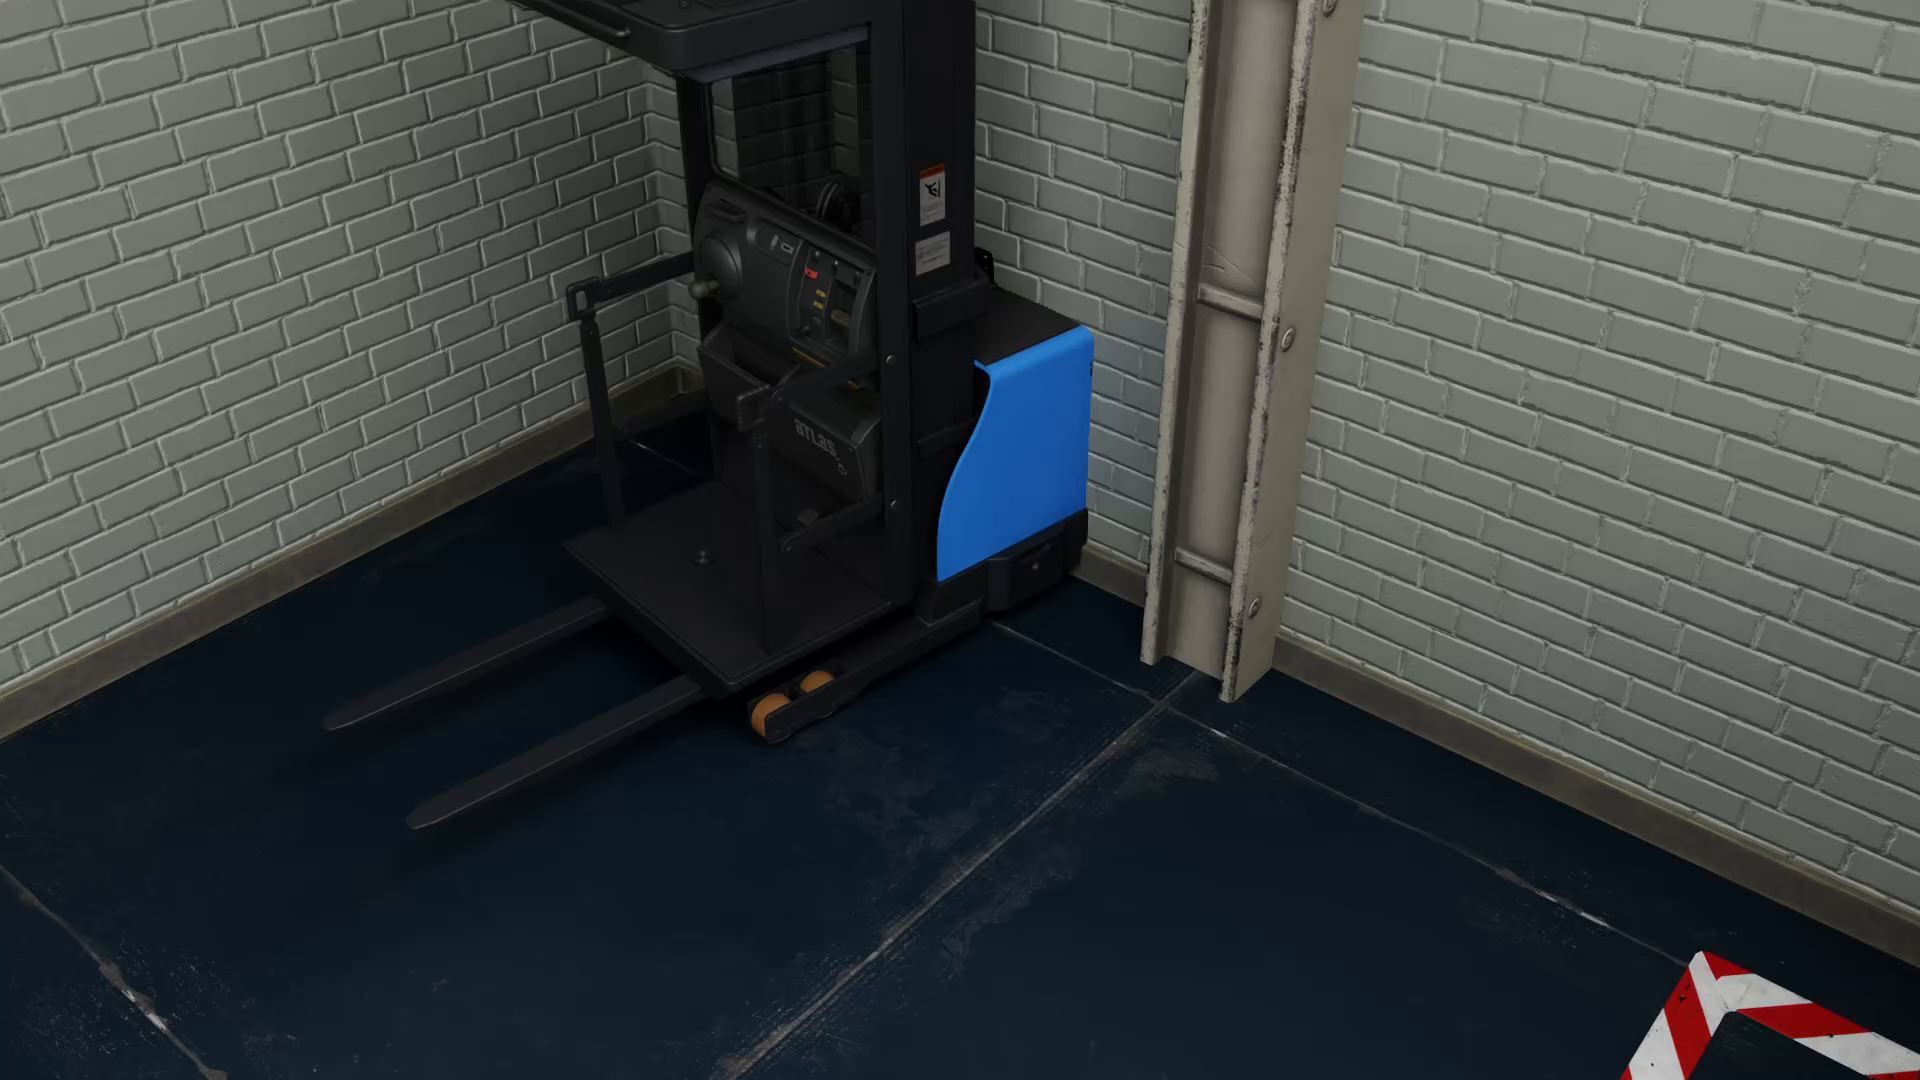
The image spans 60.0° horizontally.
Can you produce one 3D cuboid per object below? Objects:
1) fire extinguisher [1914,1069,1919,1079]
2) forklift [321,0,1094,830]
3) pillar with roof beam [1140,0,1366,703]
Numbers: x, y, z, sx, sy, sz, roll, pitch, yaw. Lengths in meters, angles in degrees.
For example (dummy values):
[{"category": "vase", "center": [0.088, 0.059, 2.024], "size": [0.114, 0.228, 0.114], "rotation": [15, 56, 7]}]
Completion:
[{"category": "fire extinguisher", "center": [1.995, 0.909, 3.174], "size": [0.183, 0.674, 0.296], "rotation": [25, 42, 32]}, {"category": "forklift", "center": [-0.751, -0.848, 5.395], "size": [3.031, 2.935, 1.130], "rotation": [-26, 42, -33]}, {"category": "pillar with roof beam", "center": [-1.846, -1.393, 0.829], "size": [0.400, 9.000, 9.100], "rotation": [25, 42, 32]}]
